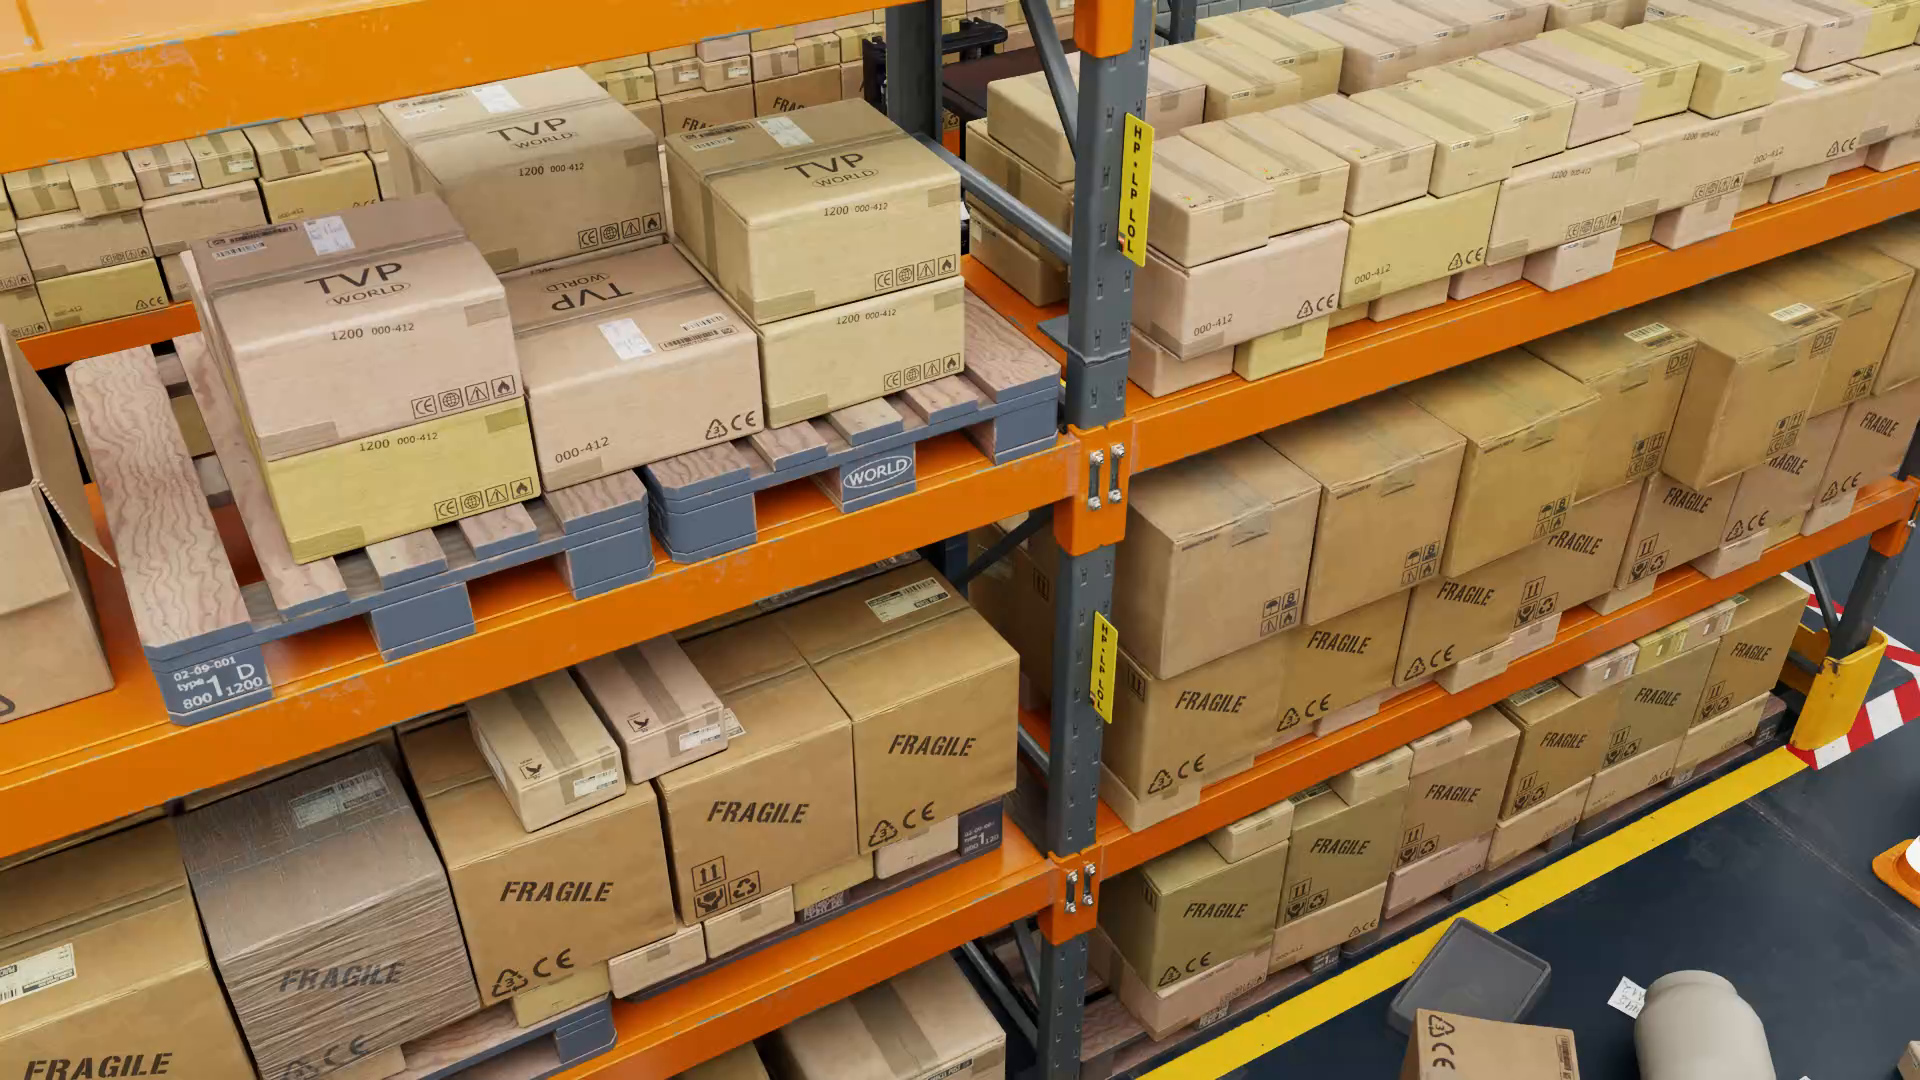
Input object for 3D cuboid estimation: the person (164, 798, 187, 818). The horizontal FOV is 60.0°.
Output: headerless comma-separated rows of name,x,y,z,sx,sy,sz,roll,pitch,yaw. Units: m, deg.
person,-2.685,0.938,5.683,0.792,1.821,0.582,-21,41,-26
